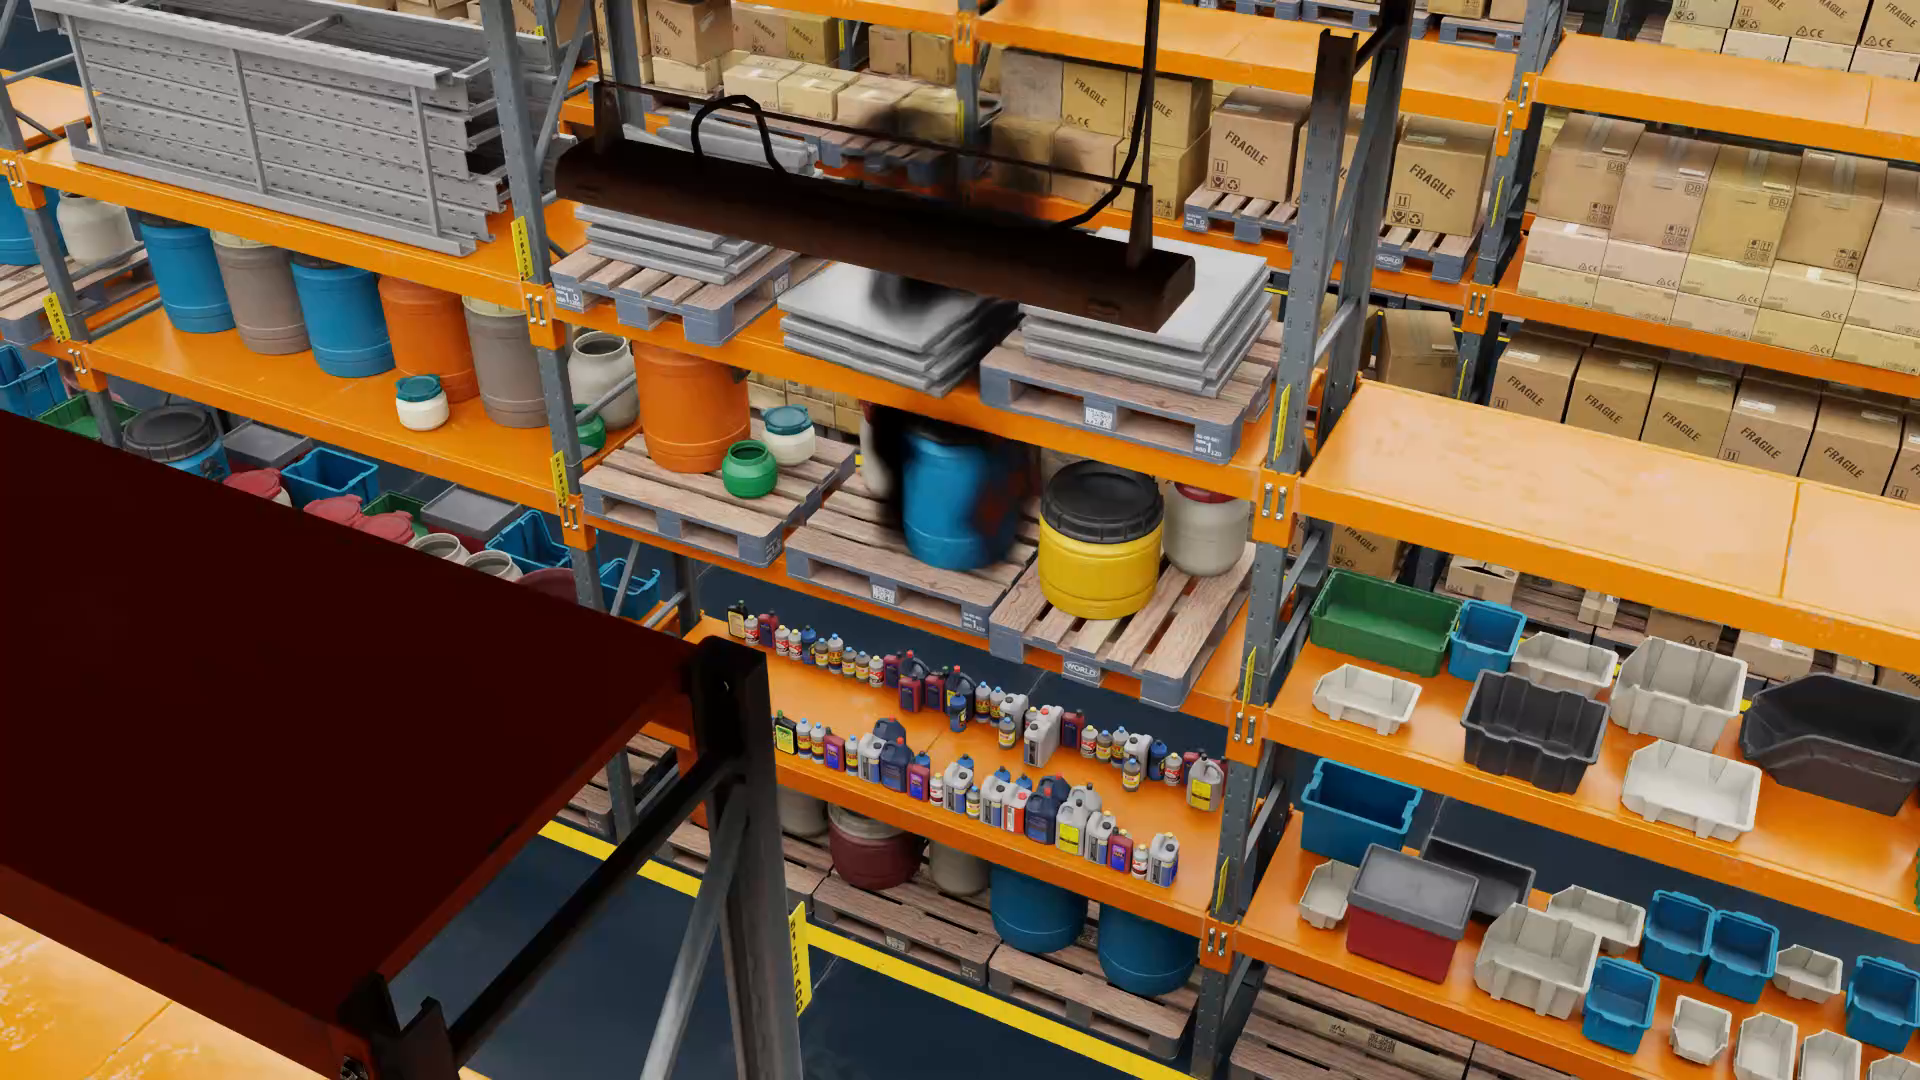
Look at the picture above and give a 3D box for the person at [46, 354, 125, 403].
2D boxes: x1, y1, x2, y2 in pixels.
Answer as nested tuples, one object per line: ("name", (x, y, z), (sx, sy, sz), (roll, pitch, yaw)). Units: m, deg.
("person", (-8.053, -1.656, 14.895), (0.748, 1.301, 0.532), (10, 36, 14))
